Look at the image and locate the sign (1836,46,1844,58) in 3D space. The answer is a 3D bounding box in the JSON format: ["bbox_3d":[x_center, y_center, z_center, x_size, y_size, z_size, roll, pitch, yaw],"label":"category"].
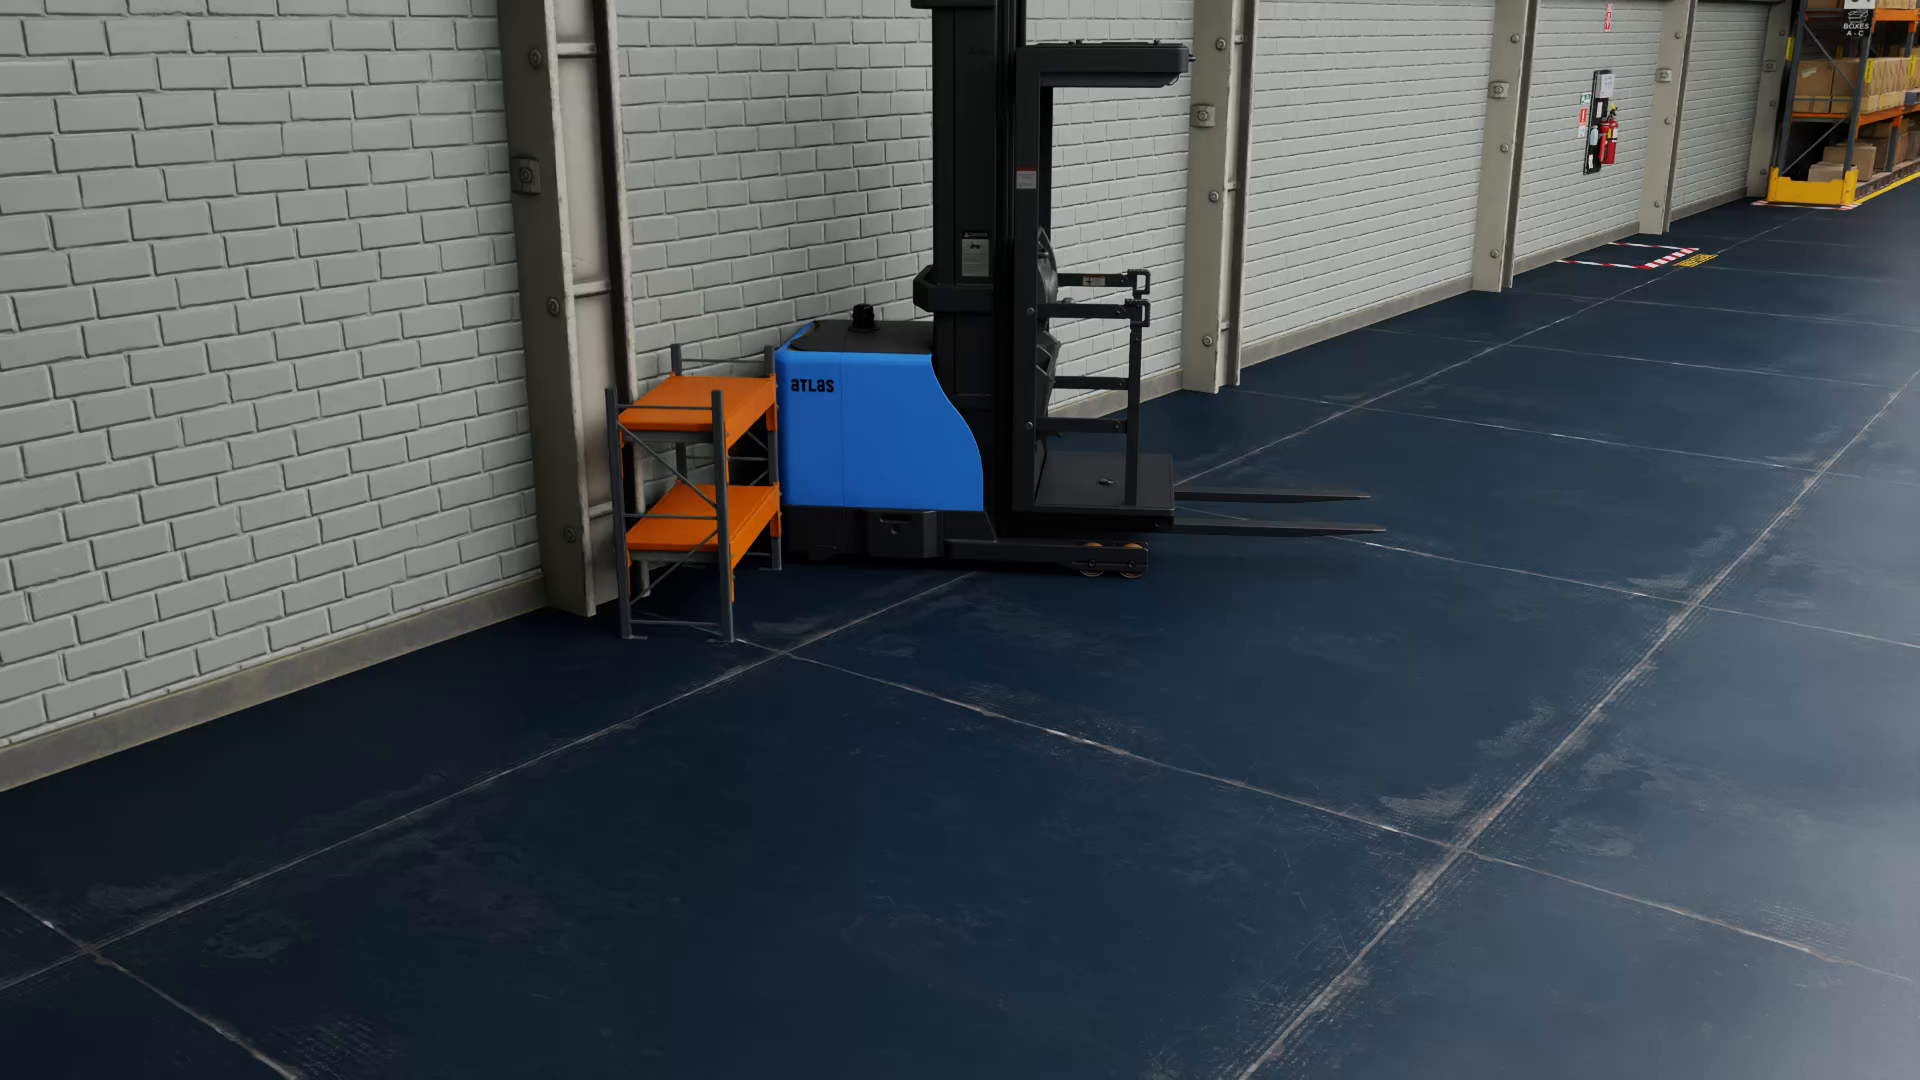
[{"bbox_3d":[14.803,-8.154,27.990,0.100,0.325,0.005,12,21,35],"label":"sign"}]

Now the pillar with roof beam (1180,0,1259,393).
[{"bbox_3d":[5.322,-4.687,8.664,9.100,9.000,0.400,12,21,35],"label":"pillar with roof beam"}]

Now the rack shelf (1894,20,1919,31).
[{"bbox_3d":[18.826,-10.021,32.112,1.077,0.370,4.000,12,21,35],"label":"rack shelf"}]

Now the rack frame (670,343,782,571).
[{"bbox_3d":[-1.138,-0.397,8.125,0.500,1.125,0.032,2,17,6],"label":"rack frame"}]

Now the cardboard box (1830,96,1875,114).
[{"bbox_3d":[13.413,-6.549,24.993,0.500,0.250,0.500,12,21,33],"label":"cardboard box"}]

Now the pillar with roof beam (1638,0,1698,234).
[{"bbox_3d":[12.472,-7.545,17.868,9.100,9.000,0.400,12,21,35],"label":"pillar with roof beam"}]

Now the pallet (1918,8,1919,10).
[{"bbox_3d":[15.704,-8.974,27.844,1.213,0.211,1.003,12,21,35],"label":"pallet"}]

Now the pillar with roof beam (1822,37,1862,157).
[{"bbox_3d":[19.622,-10.404,27.072,9.100,9.000,0.400,12,21,35],"label":"pillar with roof beam"}]

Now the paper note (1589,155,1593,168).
[{"bbox_3d":[7.351,-4.409,19.368,0.016,0.148,0.142,12,21,35],"label":"paper note"}]

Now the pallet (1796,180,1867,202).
[{"bbox_3d":[13.425,-5.424,25.855,1.003,0.211,1.213,12,21,35],"label":"pallet"}]

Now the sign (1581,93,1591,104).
[{"bbox_3d":[7.109,-5.015,18.883,0.001,0.109,0.331,12,21,35],"label":"sign"}]

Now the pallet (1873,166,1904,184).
[{"bbox_3d":[15.714,-6.357,28.860,1.003,0.211,1.213,12,21,35],"label":"pallet"}]

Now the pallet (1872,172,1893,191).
[{"bbox_3d":[14.879,-6.005,27.726,1.003,0.211,1.213,12,21,35],"label":"pallet"}]

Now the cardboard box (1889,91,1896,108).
[{"bbox_3d":[14.621,-7.035,26.560,0.500,0.250,0.500,12,21,34],"label":"cardboard box"}]

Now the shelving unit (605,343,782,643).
[{"bbox_3d":[-1.192,-0.247,7.642,0.538,1.125,1.048,2,17,6],"label":"shelving unit"}]

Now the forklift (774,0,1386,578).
[{"bbox_3d":[0.619,-1.380,8.244,3.031,2.935,1.130,2,17,6],"label":"forklift"}]

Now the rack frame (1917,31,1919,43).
[{"bbox_3d":[20.017,-9.409,33.984,1.000,3.000,0.127,12,21,35],"label":"rack frame"}]

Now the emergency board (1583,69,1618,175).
[{"bbox_3d":[7.512,-4.859,19.334,0.194,1.169,0.643,12,21,35],"label":"emergency board"}]

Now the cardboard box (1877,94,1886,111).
[{"bbox_3d":[14.019,-6.795,25.787,0.500,0.250,0.500,12,21,34],"label":"cardboard box"}]

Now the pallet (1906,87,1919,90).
[{"bbox_3d":[16.488,-7.886,29.403,1.003,0.211,1.213,12,21,35],"label":"pallet"}]

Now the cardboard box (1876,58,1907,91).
[{"bbox_3d":[14.925,-7.512,26.832,0.500,0.500,0.500,12,21,34],"label":"cardboard box"}]

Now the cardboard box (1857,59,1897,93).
[{"bbox_3d":[14.307,-7.270,26.052,0.500,0.500,0.500,13,22,36],"label":"cardboard box"}]

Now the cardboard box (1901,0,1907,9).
[{"bbox_3d":[14.537,-8.572,26.030,0.500,0.500,0.500,11,21,33],"label":"cardboard box"}]

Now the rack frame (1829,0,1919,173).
[{"bbox_3d":[15.251,-7.503,27.848,1.000,3.000,0.127,12,21,35],"label":"rack frame"}]

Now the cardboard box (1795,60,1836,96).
[{"bbox_3d":[12.978,-6.997,25.171,0.500,0.500,0.500,12,21,34],"label":"cardboard box"}]

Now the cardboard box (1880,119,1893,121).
[{"bbox_3d":[16.243,-7.286,29.357,0.500,0.250,0.500,12,21,33],"label":"cardboard box"}]

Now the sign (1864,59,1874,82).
[{"bbox_3d":[13.303,-6.868,24.343,0.100,0.325,0.005,12,21,35],"label":"sign"}]

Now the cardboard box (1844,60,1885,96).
[{"bbox_3d":[13.696,-7.023,25.257,0.500,0.500,0.500,12,21,35],"label":"cardboard box"}]

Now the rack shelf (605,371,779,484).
[{"bbox_3d":[-1.192,-0.526,7.555,0.538,0.278,1.000,2,17,6],"label":"rack shelf"}]

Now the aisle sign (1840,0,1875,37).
[{"bbox_3d":[13.066,-7.722,24.169,0.394,0.787,0.004,12,21,35],"label":"aisle sign"}]

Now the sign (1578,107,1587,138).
[{"bbox_3d":[7.099,-4.763,18.963,0.001,0.329,0.234,12,21,35],"label":"sign"}]

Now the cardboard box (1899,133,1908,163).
[{"bbox_3d":[16.573,-7.066,29.914,0.700,0.500,0.500,12,21,34],"label":"cardboard box"}]

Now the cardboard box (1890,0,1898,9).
[{"bbox_3d":[13.922,-8.322,25.224,0.500,0.500,0.500,14,22,37],"label":"cardboard box"}]

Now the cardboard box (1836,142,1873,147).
[{"bbox_3d":[14.665,-6.265,27.335,0.500,0.500,0.500,11,20,31],"label":"cardboard box"}]

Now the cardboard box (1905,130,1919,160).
[{"bbox_3d":[17.247,-7.292,30.640,0.700,0.500,0.500,13,21,35],"label":"cardboard box"}]

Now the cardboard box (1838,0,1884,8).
[{"bbox_3d":[13.268,-8.076,24.432,0.500,0.500,0.500,13,22,36],"label":"cardboard box"}]

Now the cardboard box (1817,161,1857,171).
[{"bbox_3d":[13.692,-5.761,26.030,0.500,0.311,0.500,15,22,39],"label":"cardboard box"}]

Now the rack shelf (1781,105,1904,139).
[{"bbox_3d":[14.059,-6.683,26.421,1.077,0.370,4.000,12,21,35],"label":"rack shelf"}]

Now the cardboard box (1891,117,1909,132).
[{"bbox_3d":[16.857,-7.525,30.127,0.500,0.250,0.500,13,21,36],"label":"cardboard box"}]

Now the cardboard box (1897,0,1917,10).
[{"bbox_3d":[15.147,-8.829,26.856,0.500,0.500,0.500,13,22,36],"label":"cardboard box"}]

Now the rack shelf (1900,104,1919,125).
[{"bbox_3d":[16.442,-7.636,29.489,1.077,0.370,4.000,12,21,35],"label":"rack shelf"}]

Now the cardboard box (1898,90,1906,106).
[{"bbox_3d":[15.212,-7.275,27.332,0.500,0.250,0.500,12,21,35],"label":"cardboard box"}]

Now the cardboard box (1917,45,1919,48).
[{"bbox_3d":[18.129,-9.083,30.967,0.500,0.250,0.500,13,22,36],"label":"cardboard box"}]

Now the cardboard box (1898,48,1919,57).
[{"bbox_3d":[17.273,-8.857,30.203,0.380,0.149,0.250,9,19,26],"label":"cardboard box"}]

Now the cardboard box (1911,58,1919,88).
[{"bbox_3d":[16.287,-8.171,29.086,0.700,0.500,0.500,16,24,42],"label":"cardboard box"}]
